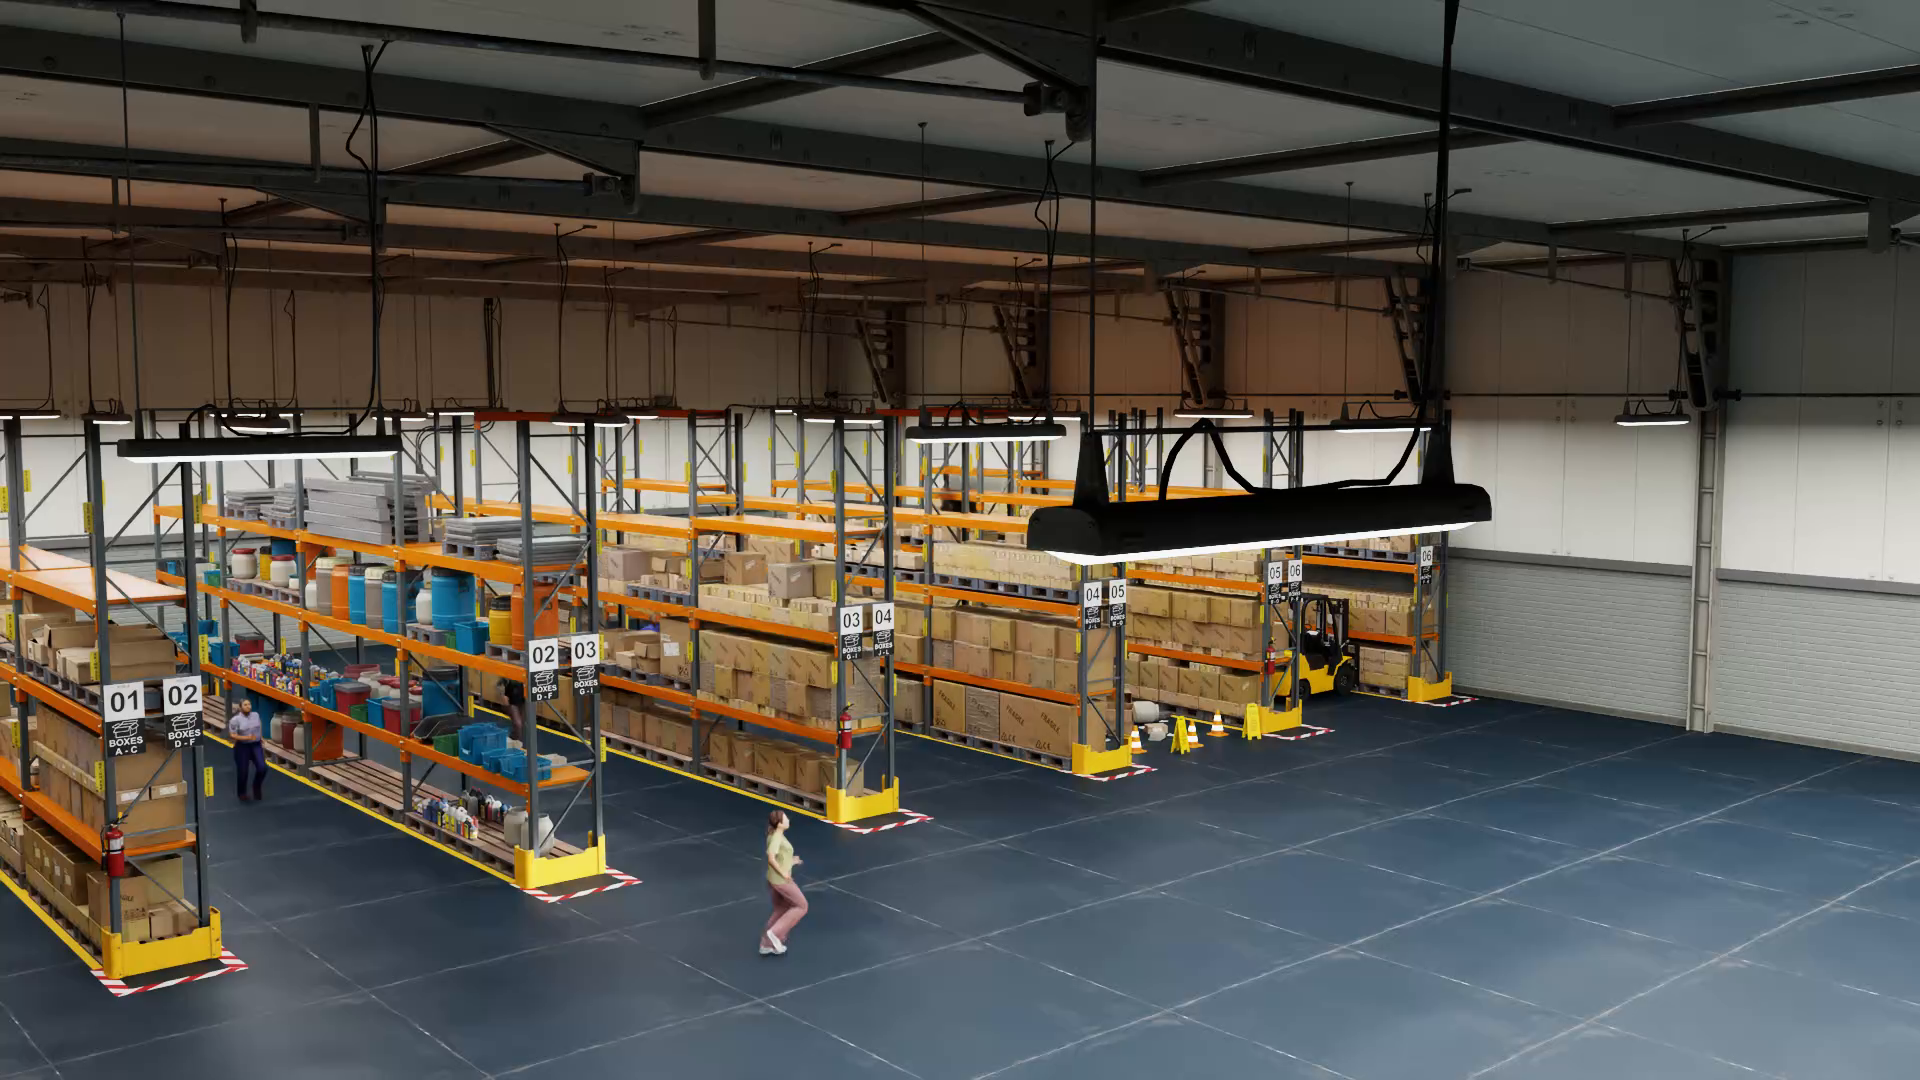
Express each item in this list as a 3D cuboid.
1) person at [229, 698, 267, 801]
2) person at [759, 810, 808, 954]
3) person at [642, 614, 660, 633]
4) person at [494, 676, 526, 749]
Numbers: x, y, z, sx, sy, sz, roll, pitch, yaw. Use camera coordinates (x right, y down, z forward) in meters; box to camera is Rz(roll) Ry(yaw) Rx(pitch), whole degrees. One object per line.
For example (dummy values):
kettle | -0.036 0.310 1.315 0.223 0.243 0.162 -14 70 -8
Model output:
person | -11.009 3.253 25.751 0.579 1.629 0.643 -5 7 -43
person | -2.003 3.854 18.798 0.565 1.629 0.554 -2 5 -22
person | -6.611 2.398 35.883 0.583 1.605 0.558 -4 7 -42
person | -7.833 2.906 29.292 0.665 1.725 0.803 -4 7 -42
